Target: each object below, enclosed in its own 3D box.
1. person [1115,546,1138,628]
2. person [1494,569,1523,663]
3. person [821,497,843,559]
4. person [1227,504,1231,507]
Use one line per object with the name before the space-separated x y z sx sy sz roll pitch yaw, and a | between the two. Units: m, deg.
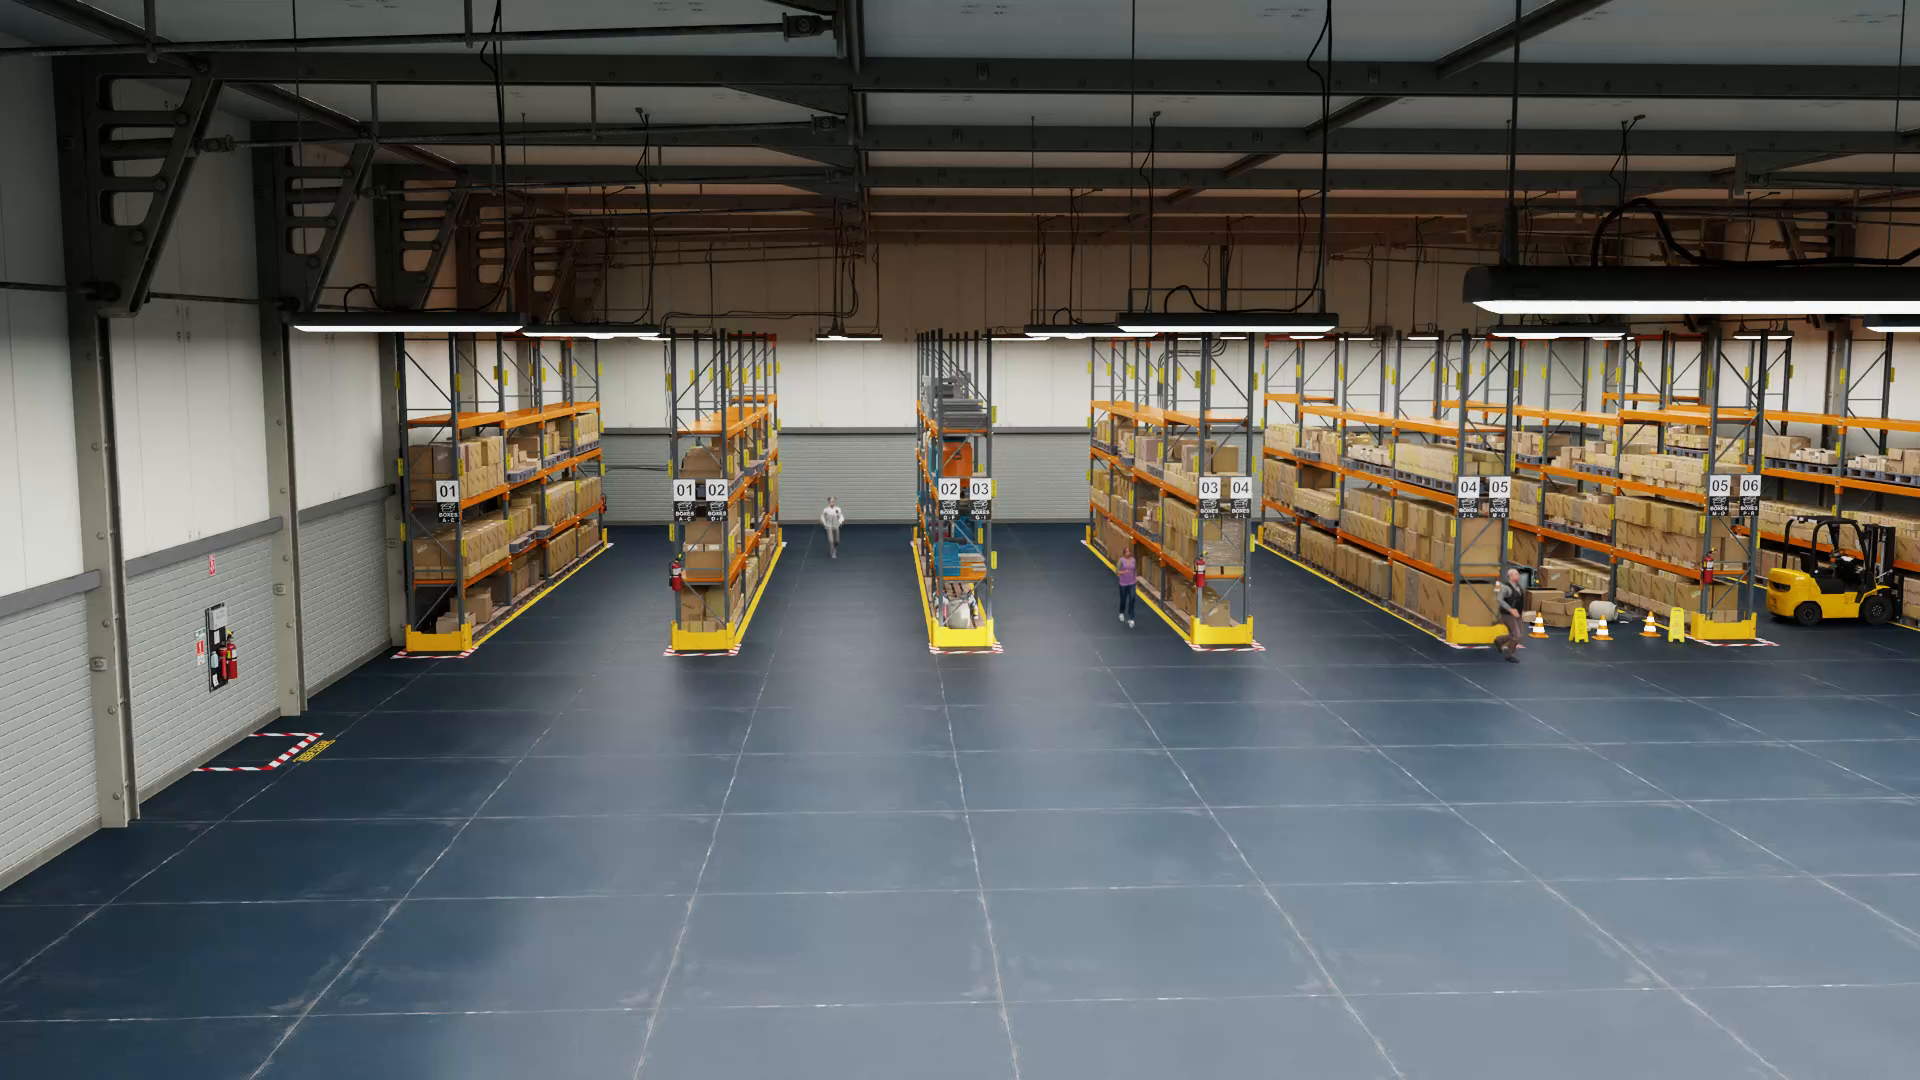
person | 3.397 0.925 33.797 0.532 1.611 0.799 -1 7 -7
person | 9.928 1.356 30.111 0.693 1.686 0.610 -6 9 -42
person | -3.417 -0.345 44.530 0.606 1.652 0.580 -1 7 -10
person | 7.399 -0.685 47.730 0.654 1.665 0.605 7 9 45
